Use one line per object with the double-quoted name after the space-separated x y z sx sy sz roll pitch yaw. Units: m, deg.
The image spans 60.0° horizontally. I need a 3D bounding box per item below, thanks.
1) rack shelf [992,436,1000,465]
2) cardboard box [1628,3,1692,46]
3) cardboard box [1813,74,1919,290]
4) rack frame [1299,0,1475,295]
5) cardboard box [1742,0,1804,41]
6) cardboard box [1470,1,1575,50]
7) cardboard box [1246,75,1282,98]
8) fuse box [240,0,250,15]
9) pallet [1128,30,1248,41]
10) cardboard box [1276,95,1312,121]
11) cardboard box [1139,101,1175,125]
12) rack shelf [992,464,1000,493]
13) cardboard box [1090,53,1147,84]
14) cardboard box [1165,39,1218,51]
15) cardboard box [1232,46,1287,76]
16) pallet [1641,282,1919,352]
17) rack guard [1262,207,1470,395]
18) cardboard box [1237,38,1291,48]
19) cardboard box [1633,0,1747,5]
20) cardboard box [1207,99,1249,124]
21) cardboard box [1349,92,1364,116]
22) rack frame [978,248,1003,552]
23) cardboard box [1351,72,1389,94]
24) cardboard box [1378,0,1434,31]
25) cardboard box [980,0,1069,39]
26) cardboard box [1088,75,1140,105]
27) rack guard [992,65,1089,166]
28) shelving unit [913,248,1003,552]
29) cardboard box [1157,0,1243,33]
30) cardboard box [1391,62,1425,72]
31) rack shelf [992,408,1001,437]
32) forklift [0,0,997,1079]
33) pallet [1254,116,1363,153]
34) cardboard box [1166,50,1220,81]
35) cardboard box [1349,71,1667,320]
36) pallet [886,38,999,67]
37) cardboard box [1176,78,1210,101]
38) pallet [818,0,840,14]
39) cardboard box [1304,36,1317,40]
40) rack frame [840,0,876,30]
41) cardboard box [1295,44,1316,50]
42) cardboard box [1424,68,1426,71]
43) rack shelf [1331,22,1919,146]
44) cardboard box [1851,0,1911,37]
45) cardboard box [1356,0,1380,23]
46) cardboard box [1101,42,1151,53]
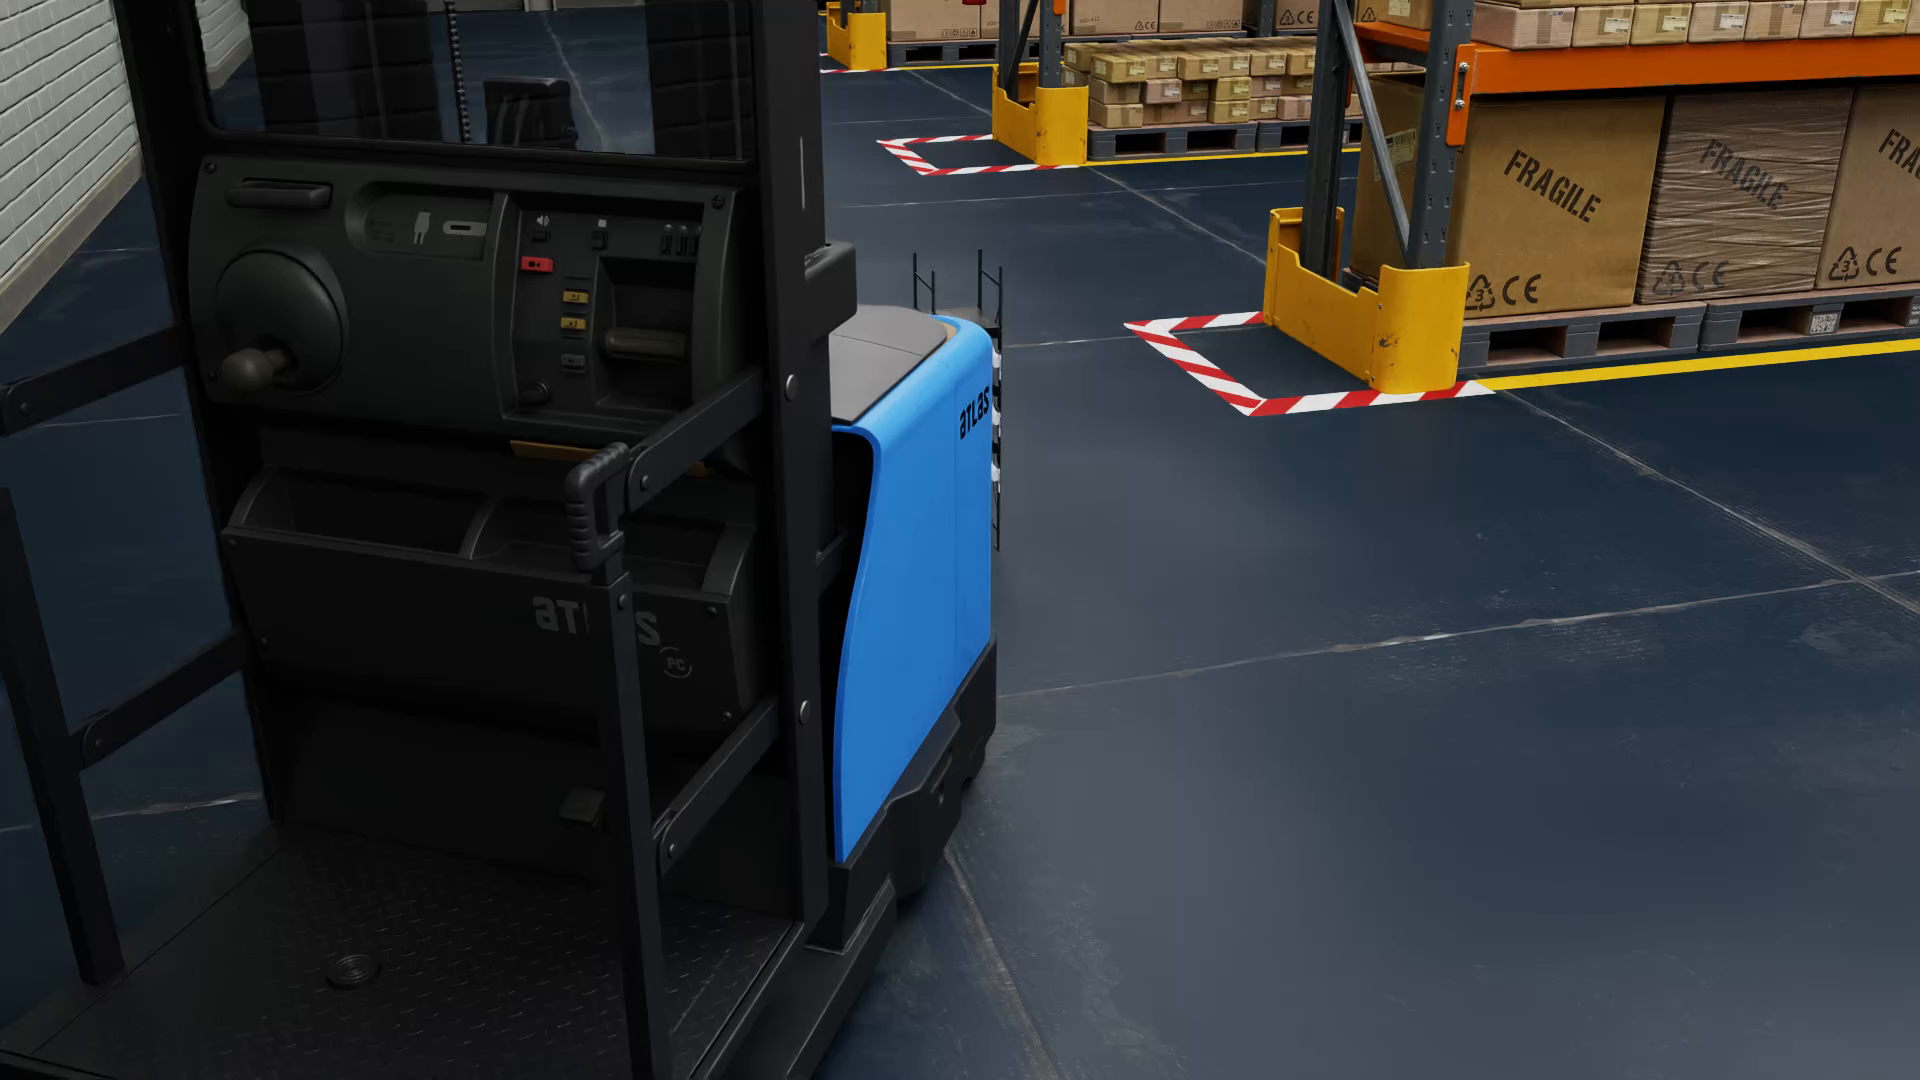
-0.008 -0.299 5.119 0.200 0.077 0.258 -6 24 -14 "rack shelf"
2.633 -2.043 6.527 0.250 0.149 0.380 -7 24 -16 "cardboard box"
4.037 -1.698 7.565 0.875 0.875 0.875 -6 24 -14 "cardboard box"
1.709 -2.191 6.552 0.127 3.000 1.000 -6 24 -14 "rack frame"
3.129 -2.098 6.654 0.250 0.149 0.380 -7 24 -15 "cardboard box"
2.140 -1.988 6.398 0.250 0.149 0.380 -6 24 -14 "cardboard box"
2.037 -3.181 11.564 0.250 0.149 0.380 -7 24 -17 "cardboard box"
-6.818 -5.565 16.049 0.414 1.711 0.539 -6 24 -14 "fuse box"
2.130 -5.047 16.744 1.213 0.211 1.003 -6 24 -14 "pallet"
2.284 -3.032 11.596 0.250 0.149 0.380 -8 24 -17 "cardboard box"
1.287 -2.961 11.429 0.250 0.149 0.380 -6 24 -15 "cardboard box"
-0.008 -0.217 5.155 0.200 0.077 0.258 -6 24 -14 "rack shelf"
1.063 -3.168 11.157 0.250 0.149 0.380 -7 24 -17 "cardboard box"
1.647 -3.478 11.880 0.250 0.149 0.380 -7 24 -16 "cardboard box"
2.059 -3.305 11.477 0.250 0.149 0.380 -5 24 -12 "cardboard box"
3.630 -1.153 7.669 1.213 0.211 1.003 -6 24 -14 "pallet"
1.686 -1.040 7.039 0.348 0.500 1.175 -6 24 -14 "rack guard"
2.174 -3.514 11.963 0.250 0.149 0.380 -7 24 -16 "cardboard box"
2.743 -2.265 6.538 0.500 0.250 0.500 -7 24 -15 "cardboard box"
1.800 -2.976 11.464 0.250 0.149 0.380 -6 24 -14 "cardboard box"
2.766 -3.110 11.777 0.250 0.149 0.380 -6 24 -13 "cardboard box"
0.090 -0.424 5.096 0.006 0.900 0.240 -6 24 -14 "rack frame"
2.818 -3.262 11.755 0.250 0.149 0.380 -7 24 -17 "cardboard box"
1.963 -2.238 6.981 0.250 0.149 0.380 -6 24 -13 "cardboard box"
0.519 -5.178 16.230 0.875 0.438 0.875 -6 24 -13 "cardboard box"
1.040 -3.063 11.289 0.250 0.149 0.380 -5 24 -12 "cardboard box"
0.540 -2.944 11.478 0.348 0.500 1.175 -6 24 -14 "rack guard"
-0.008 -0.413 5.071 0.210 0.900 0.258 -6 24 -14 "shelving unit"
2.250 -5.369 16.675 0.875 0.438 0.875 -7 24 -15 "cardboard box"
3.066 -3.397 11.691 0.250 0.149 0.380 -8 24 -17 "cardboard box"
-0.008 -0.382 5.084 0.200 0.077 0.258 -6 24 -14 "rack shelf"
-0.838 -0.353 2.356 1.130 2.935 3.031 7 24 16 "forklift"
2.504 -3.013 12.004 1.213 0.211 1.003 -6 24 -14 "pallet"
1.573 -3.221 11.281 0.250 0.149 0.380 -6 24 -15 "cardboard box"
2.304 -1.506 7.118 0.875 0.875 0.875 -6 24 -14 "cardboard box"
-0.219 -4.787 16.138 1.213 0.211 1.003 -6 24 -14 "pallet"
1.531 -3.130 11.446 0.250 0.149 0.380 -6 24 -14 "cardboard box"
-1.472 -6.649 20.479 1.213 0.211 1.003 -6 24 -14 "pallet"
2.667 -3.564 12.080 0.250 0.149 0.380 -7 24 -17 "cardboard box"
-0.968 -5.953 15.321 0.127 3.000 1.000 -6 24 -14 "rack frame"
2.541 -3.379 11.649 0.250 0.149 0.380 -6 24 -14 "cardboard box"
3.322 -3.318 11.884 0.250 0.149 0.380 -6 24 -14 "cardboard box"
3.635 -2.073 7.190 4.000 0.370 1.077 -6 24 -14 "rack shelf"
3.620 -2.152 6.781 0.250 0.149 0.380 -7 24 -16 "cardboard box"
4.326 -5.792 17.105 0.875 0.875 0.875 -6 24 -13 "cardboard box"
1.165 -3.399 11.695 0.250 0.149 0.380 -6 24 -13 "cardboard box"
